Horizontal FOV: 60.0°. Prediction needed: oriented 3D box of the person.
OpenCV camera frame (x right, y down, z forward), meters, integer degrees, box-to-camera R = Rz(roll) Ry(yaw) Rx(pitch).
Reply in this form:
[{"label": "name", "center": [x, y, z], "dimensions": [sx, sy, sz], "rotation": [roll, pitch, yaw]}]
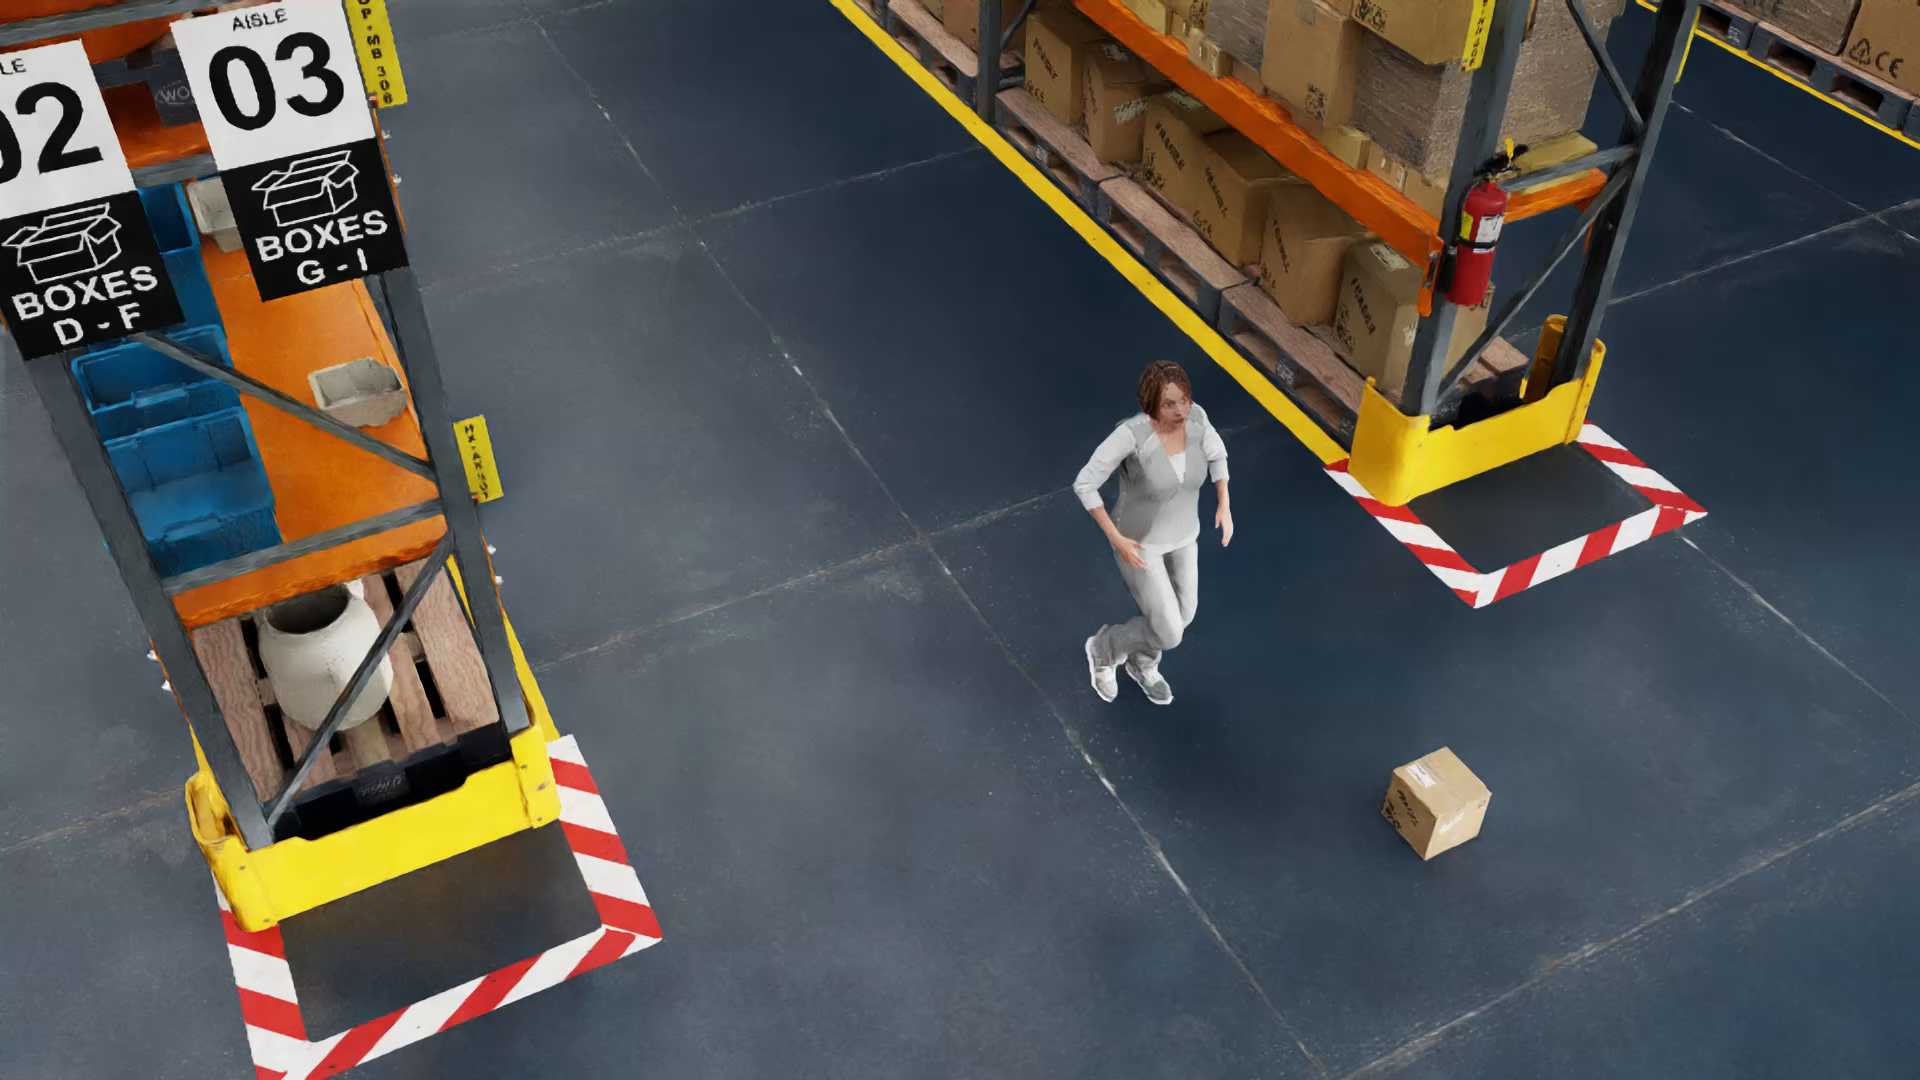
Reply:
[{"label": "person", "center": [0.798, 0.000, 6.185], "dimensions": [0.587, 1.568, 0.477], "rotation": [-27, 48, -27]}]
